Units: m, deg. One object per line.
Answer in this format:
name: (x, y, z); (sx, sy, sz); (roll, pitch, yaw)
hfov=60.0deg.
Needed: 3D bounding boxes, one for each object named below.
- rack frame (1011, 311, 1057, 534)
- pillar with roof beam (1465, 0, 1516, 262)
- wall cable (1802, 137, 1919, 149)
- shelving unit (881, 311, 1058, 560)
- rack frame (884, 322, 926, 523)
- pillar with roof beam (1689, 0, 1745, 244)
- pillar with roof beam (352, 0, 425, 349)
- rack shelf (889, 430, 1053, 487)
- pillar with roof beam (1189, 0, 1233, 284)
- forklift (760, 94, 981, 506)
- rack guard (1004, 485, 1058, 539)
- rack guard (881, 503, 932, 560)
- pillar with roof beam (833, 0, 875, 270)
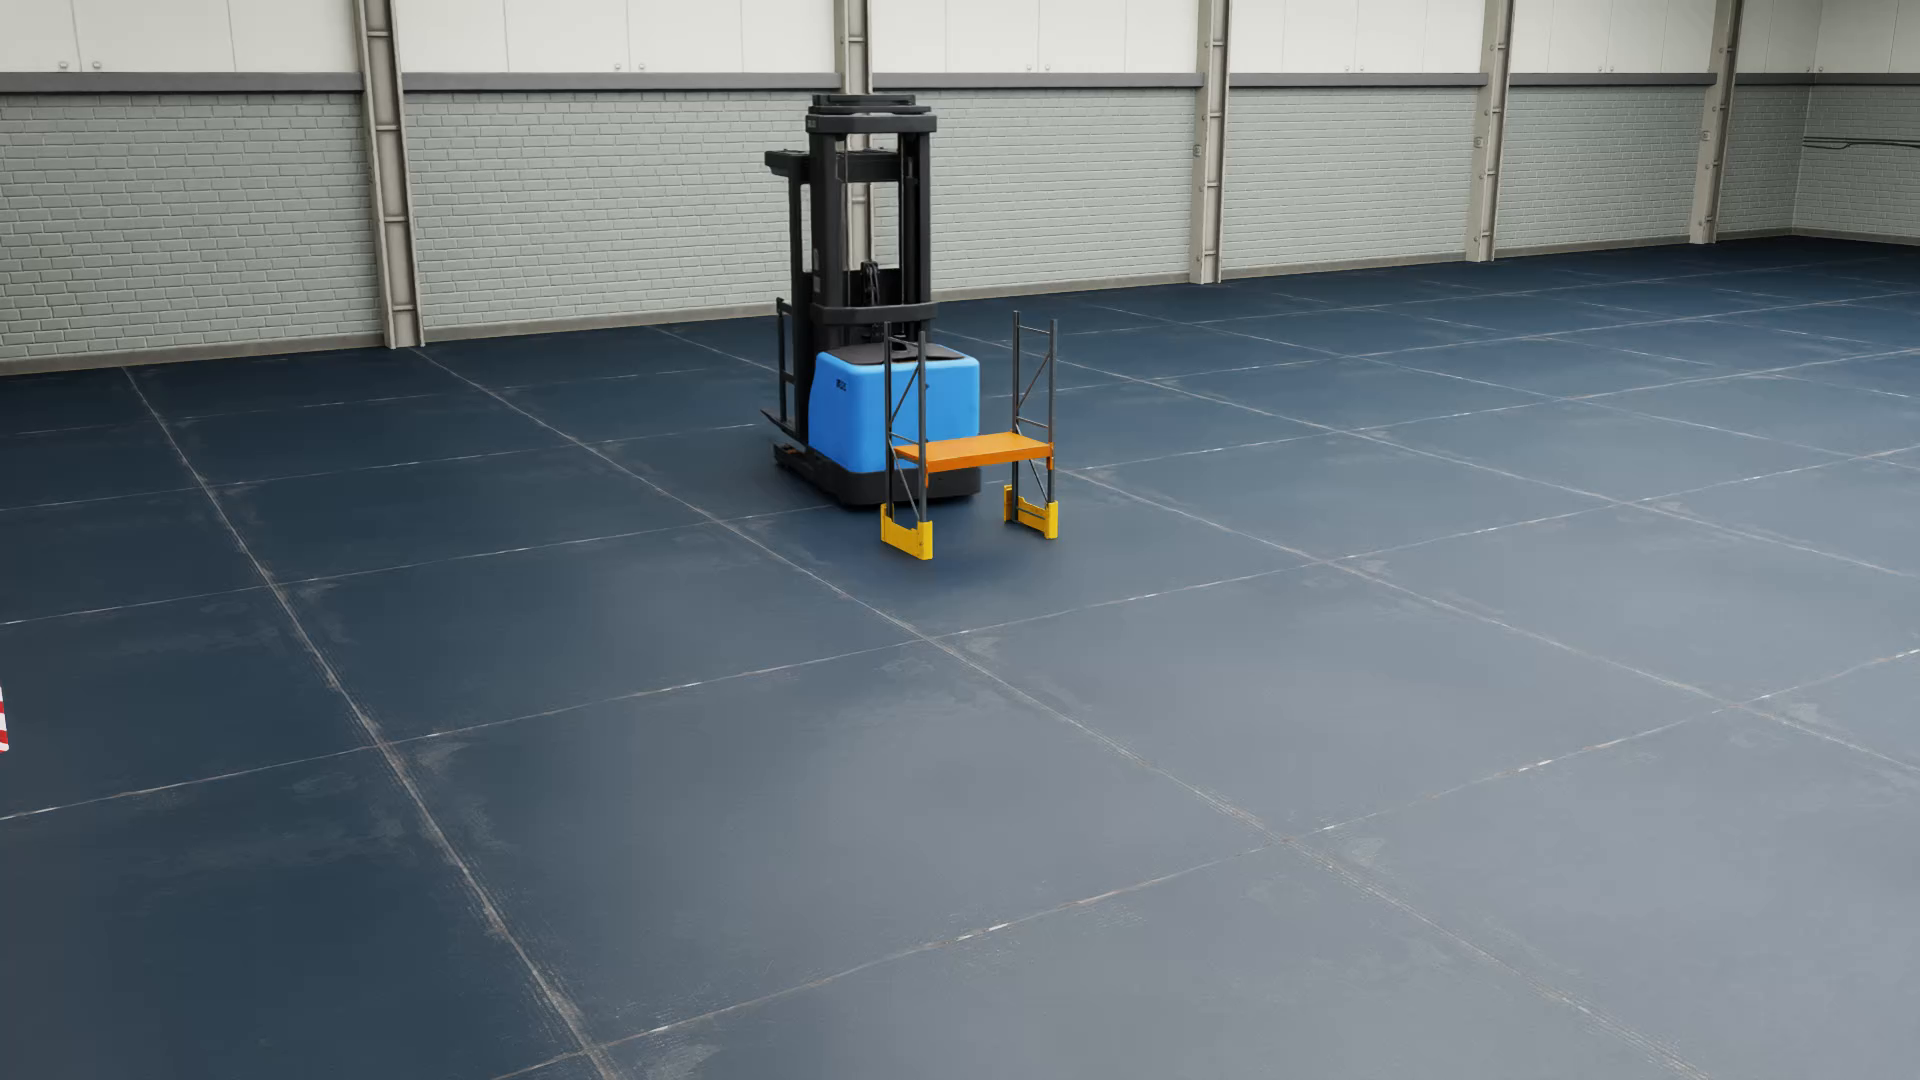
rack frame: (0.509, -0.805, 11.502); (0.032, 1.500, 0.500); (-9, 18, -30)
pillar with roof beam: (11.113, -8.127, 23.731); (0.400, 9.000, 9.100); (-9, 18, -30)
wall cable: (17.245, -8.566, 31.048); (0.112, 2.526, 3.097); (-9, 18, -30)
shelving unit: (0.065, -0.733, 11.245); (1.083, 1.500, 0.587); (-9, 18, -30)
rack frame: (-0.363, -0.663, 10.998); (0.032, 1.500, 0.500); (-9, 18, -30)
pillar with roof beam: (16.256, -8.961, 26.706); (0.400, 9.000, 9.100); (-9, 18, -30)
pillar with roof beam: (-4.317, -5.625, 14.805); (0.400, 9.000, 9.100); (-9, 18, -30)
rack shelf: (0.073, -0.561, 11.298); (1.000, 0.185, 0.538); (-9, 18, -30)
pillar with roof beam: (5.970, -7.293, 20.756); (0.400, 9.000, 9.100); (-9, 18, -30)
forklift: (-0.875, -2.016, 13.172); (1.130, 2.935, 3.031); (-6, 17, -22)
rack guard: (0.492, -0.200, 11.661); (0.087, 0.250, 0.587); (-9, 18, -30)
rack guard: (-0.362, -0.062, 11.167); (0.087, 0.250, 0.587); (-9, 18, -30)
pillar with roof beam: (0.827, -6.459, 17.780); (0.400, 9.000, 9.100); (-9, 18, -30)
